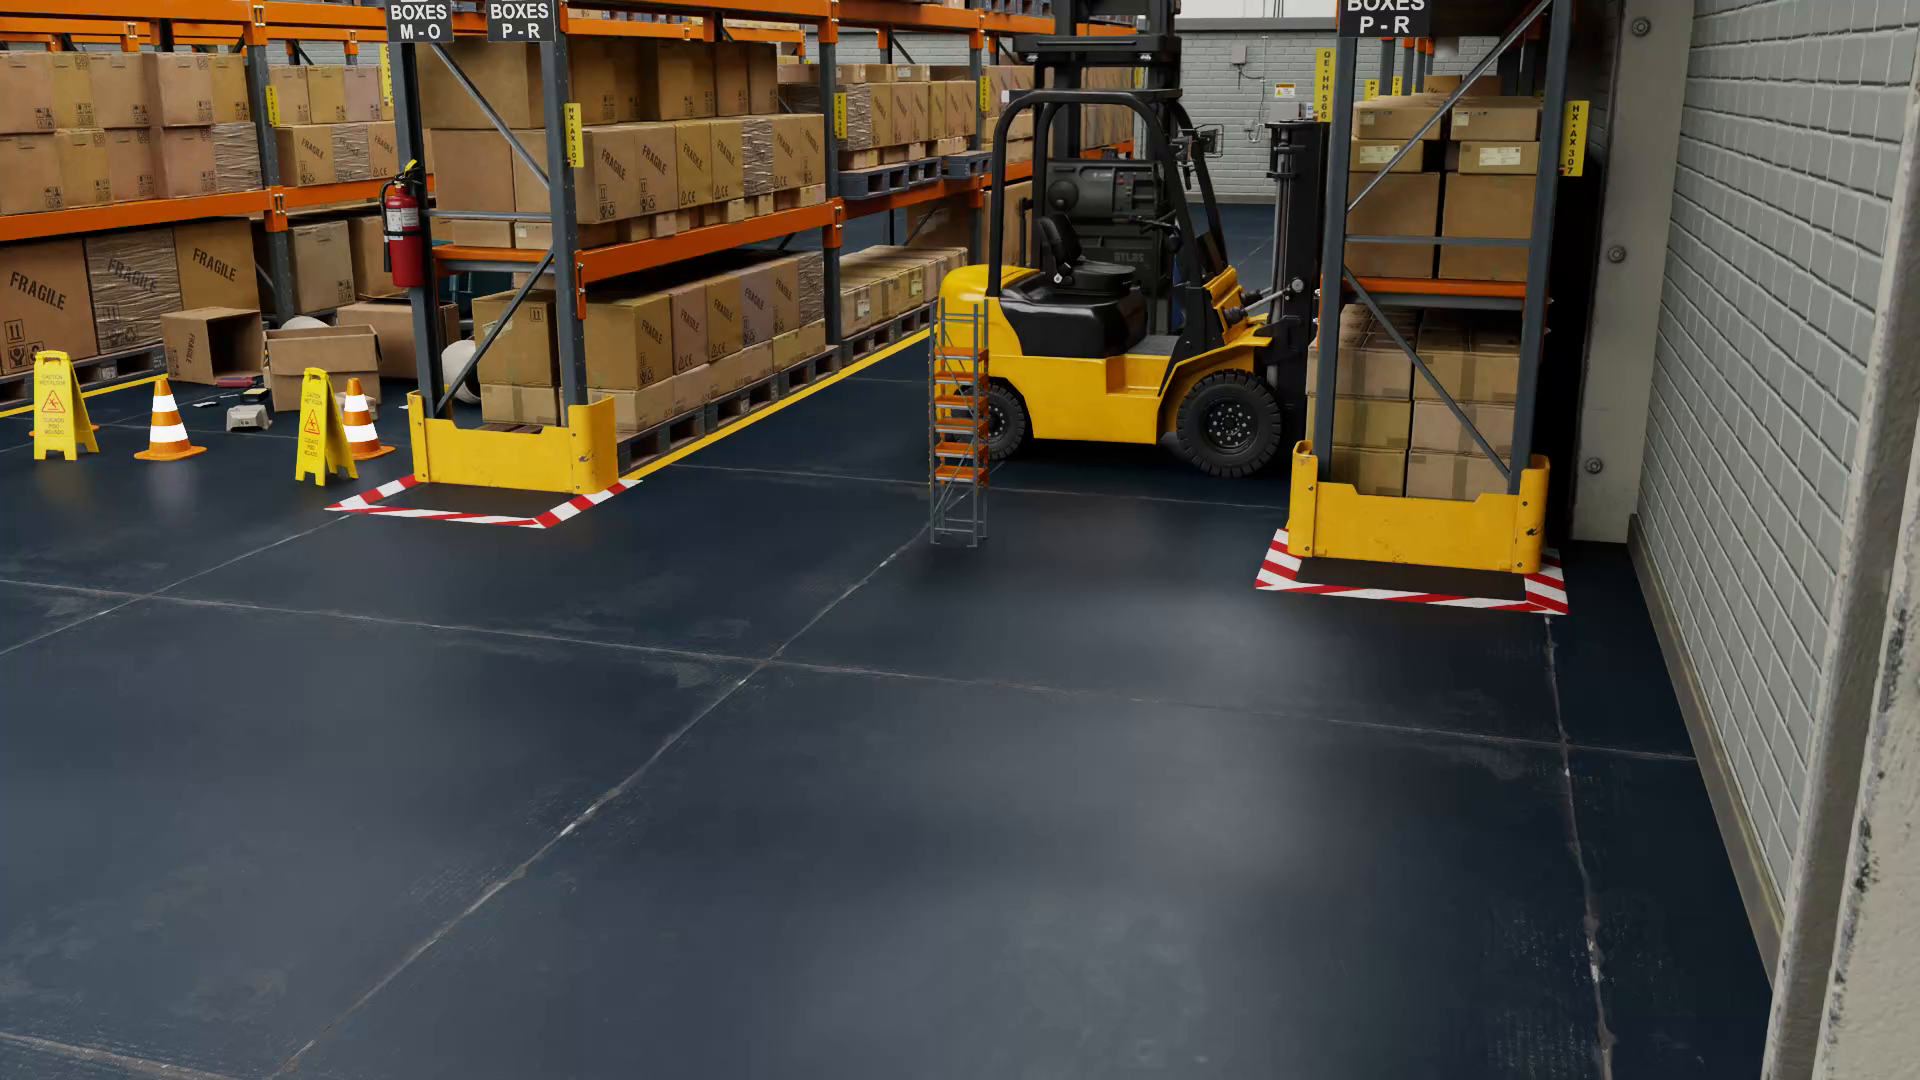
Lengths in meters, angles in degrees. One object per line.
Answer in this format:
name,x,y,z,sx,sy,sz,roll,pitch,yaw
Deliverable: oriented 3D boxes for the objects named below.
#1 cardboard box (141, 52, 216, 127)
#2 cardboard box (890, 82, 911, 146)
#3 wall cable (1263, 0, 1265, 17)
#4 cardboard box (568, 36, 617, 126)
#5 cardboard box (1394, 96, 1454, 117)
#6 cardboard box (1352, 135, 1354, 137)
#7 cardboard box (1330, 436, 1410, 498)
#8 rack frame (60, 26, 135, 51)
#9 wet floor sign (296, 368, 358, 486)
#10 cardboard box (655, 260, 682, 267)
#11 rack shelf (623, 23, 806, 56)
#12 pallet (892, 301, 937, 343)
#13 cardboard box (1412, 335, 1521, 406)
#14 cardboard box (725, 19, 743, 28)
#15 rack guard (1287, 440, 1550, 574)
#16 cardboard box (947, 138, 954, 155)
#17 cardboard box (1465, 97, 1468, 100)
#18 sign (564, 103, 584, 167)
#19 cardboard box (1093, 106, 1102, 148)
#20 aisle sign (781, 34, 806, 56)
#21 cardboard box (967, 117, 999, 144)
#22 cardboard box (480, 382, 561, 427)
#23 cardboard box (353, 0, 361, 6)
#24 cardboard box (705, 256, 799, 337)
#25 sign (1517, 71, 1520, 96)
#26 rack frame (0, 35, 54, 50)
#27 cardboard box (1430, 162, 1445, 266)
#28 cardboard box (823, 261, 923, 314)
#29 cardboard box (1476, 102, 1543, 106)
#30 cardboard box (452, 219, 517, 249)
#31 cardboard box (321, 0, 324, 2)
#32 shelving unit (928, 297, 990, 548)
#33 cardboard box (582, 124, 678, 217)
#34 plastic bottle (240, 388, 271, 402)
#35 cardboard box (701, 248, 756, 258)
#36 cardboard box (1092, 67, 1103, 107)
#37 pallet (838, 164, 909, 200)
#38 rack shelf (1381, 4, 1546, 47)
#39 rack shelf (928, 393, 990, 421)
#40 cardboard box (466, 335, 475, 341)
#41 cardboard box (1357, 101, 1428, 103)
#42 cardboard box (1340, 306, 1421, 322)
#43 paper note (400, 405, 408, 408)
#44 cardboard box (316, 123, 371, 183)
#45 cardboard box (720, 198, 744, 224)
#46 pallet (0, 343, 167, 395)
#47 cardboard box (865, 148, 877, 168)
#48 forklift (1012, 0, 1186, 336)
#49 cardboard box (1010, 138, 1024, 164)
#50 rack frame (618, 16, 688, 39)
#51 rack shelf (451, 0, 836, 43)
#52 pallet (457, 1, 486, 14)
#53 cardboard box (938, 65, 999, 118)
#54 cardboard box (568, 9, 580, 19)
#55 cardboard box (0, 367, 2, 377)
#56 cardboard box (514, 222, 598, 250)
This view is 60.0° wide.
cardboard box,-6.381,-3.509,12.951,0.875,0.550,0.550,5,16,16
cardboard box,-0.720,-3.560,13.886,0.500,0.500,0.500,5,16,16
wall cable,4.054,-10.284,28.095,2.355,3.000,0.029,5,16,16
cardboard box,-2.473,-2.715,9.844,0.700,0.500,0.500,5,17,16
cardboard box,2.991,-2.789,10.749,0.380,0.149,0.250,5,17,17
cardboard box,2.074,-1.918,8.224,0.380,0.149,0.250,5,17,17
cardboard box,2.031,-0.403,8.523,0.500,0.250,0.500,5,17,16
rack frame,-9.788,-4.622,19.128,1.000,3.000,0.127,5,16,16
wet floor sign,-3.640,-0.661,9.478,0.267,0.644,0.232,11,19,35
cardboard box,-2.161,-1.992,11.563,0.380,0.149,0.250,6,17,19
rack shelf,-3.356,-6.878,22.902,1.077,0.370,4.000,5,16,16
pallet,-0.859,-1.990,14.957,1.003,0.211,1.213,5,16,16
cardboard box,2.518,-0.848,8.259,0.500,0.250,0.500,4,16,15
cardboard box,-3.239,-6.996,22.274,0.500,0.250,0.500,5,17,18
rack guard,2.193,-0.168,8.005,1.175,0.500,0.348,5,16,16
cardboard box,-0.269,-3.620,15.287,0.380,0.149,0.250,4,16,13
cardboard box,3.425,-2.757,10.635,0.380,0.149,0.250,4,16,14
sign,-2.040,-2.135,8.773,0.100,0.325,0.005,5,16,16
cardboard box,1.529,-5.312,21.376,0.500,0.500,0.500,5,17,16
aisle sign,-2.479,-7.550,24.688,0.394,0.787,0.004,5,16,16
cardboard box,0.094,-4.135,16.771,0.500,0.250,0.500,5,16,15
cardboard box,-2.581,-0.878,10.199,0.500,0.250,0.500,5,16,16
cardboard box,-8.486,-7.619,23.062,0.700,0.500,0.500,4,16,13
cardboard box,-1.477,-1.738,11.856,0.500,0.500,0.500,5,17,17
sign,6.143,-5.031,18.448,0.100,0.325,0.005,5,16,16
rack frame,-13.400,-6.053,24.172,1.000,3.000,0.127,5,16,16
cardboard box,2.245,-1.709,8.674,0.500,0.500,0.500,5,17,18
cardboard box,-0.880,-2.253,14.821,0.950,0.372,0.625,5,17,18
cardboard box,2.973,-2.283,8.963,0.380,0.149,0.250,4,16,15
cardboard box,-2.659,-1.754,9.477,0.380,0.149,0.250,5,17,18
cardboard box,-8.806,-7.209,21.799,0.700,0.500,0.500,5,17,17
shelving unit,-0.004,-0.573,8.152,0.258,1.200,0.189,5,16,16
cardboard box,-2.015,-2.190,9.825,0.500,0.500,0.500,5,17,18
plastic bottle,-5.029,-1.040,11.883,0.133,0.061,0.283,-1,16,-3
cardboard box,-1.850,-1.914,12.474,0.500,0.500,0.500,5,17,19
cardboard box,1.524,-5.800,21.265,0.500,0.500,0.500,5,17,17
pallet,-1.067,-2.903,13.420,1.003,0.211,1.213,5,16,16
rack shelf,3.905,-4.043,12.909,1.077,0.370,4.000,5,16,16
rack shelf,-0.004,-0.646,8.132,0.258,0.103,0.180,5,16,16
cardboard box,-3.713,-1.445,12.937,0.258,0.266,0.396,-7,17,-23
cardboard box,2.366,-2.332,9.136,0.380,0.149,0.250,5,17,17
cardboard box,2.305,-1.148,9.318,0.500,0.250,0.500,5,17,17
paper note,-3.815,-0.939,11.605,0.148,0.019,0.142,11,19,35
cardboard box,-5.648,-3.461,14.853,0.500,0.500,0.500,5,17,16
cardboard box,-1.648,-2.178,10.970,0.380,0.149,0.250,5,17,16
pallet,-6.834,-1.310,12.561,1.003,0.211,1.213,5,16,16
cardboard box,-0.884,-3.073,13.357,0.380,0.149,0.250,5,17,17
forklift,1.009,-2.632,12.238,1.130,2.935,3.031,5,16,16
cardboard box,0.377,-4.162,17.782,0.500,0.250,0.500,5,17,18
rack frame,-3.924,-5.257,21.368,1.000,3.000,0.127,5,16,16
rack shelf,-1.992,-3.381,10.573,1.077,0.370,4.000,5,16,16
pallet,-5.193,-5.391,16.687,1.213,0.211,1.003,5,17,18
cardboard box,0.088,-4.493,16.656,0.500,0.500,0.500,4,16,14
cardboard box,-4.509,-5.962,18.173,0.500,0.500,0.500,5,16,16
cardboard box,-7.205,-1.480,11.176,0.875,0.875,0.875,5,17,16
cardboard box,-2.265,-1.713,9.330,0.380,0.149,0.250,5,16,16
